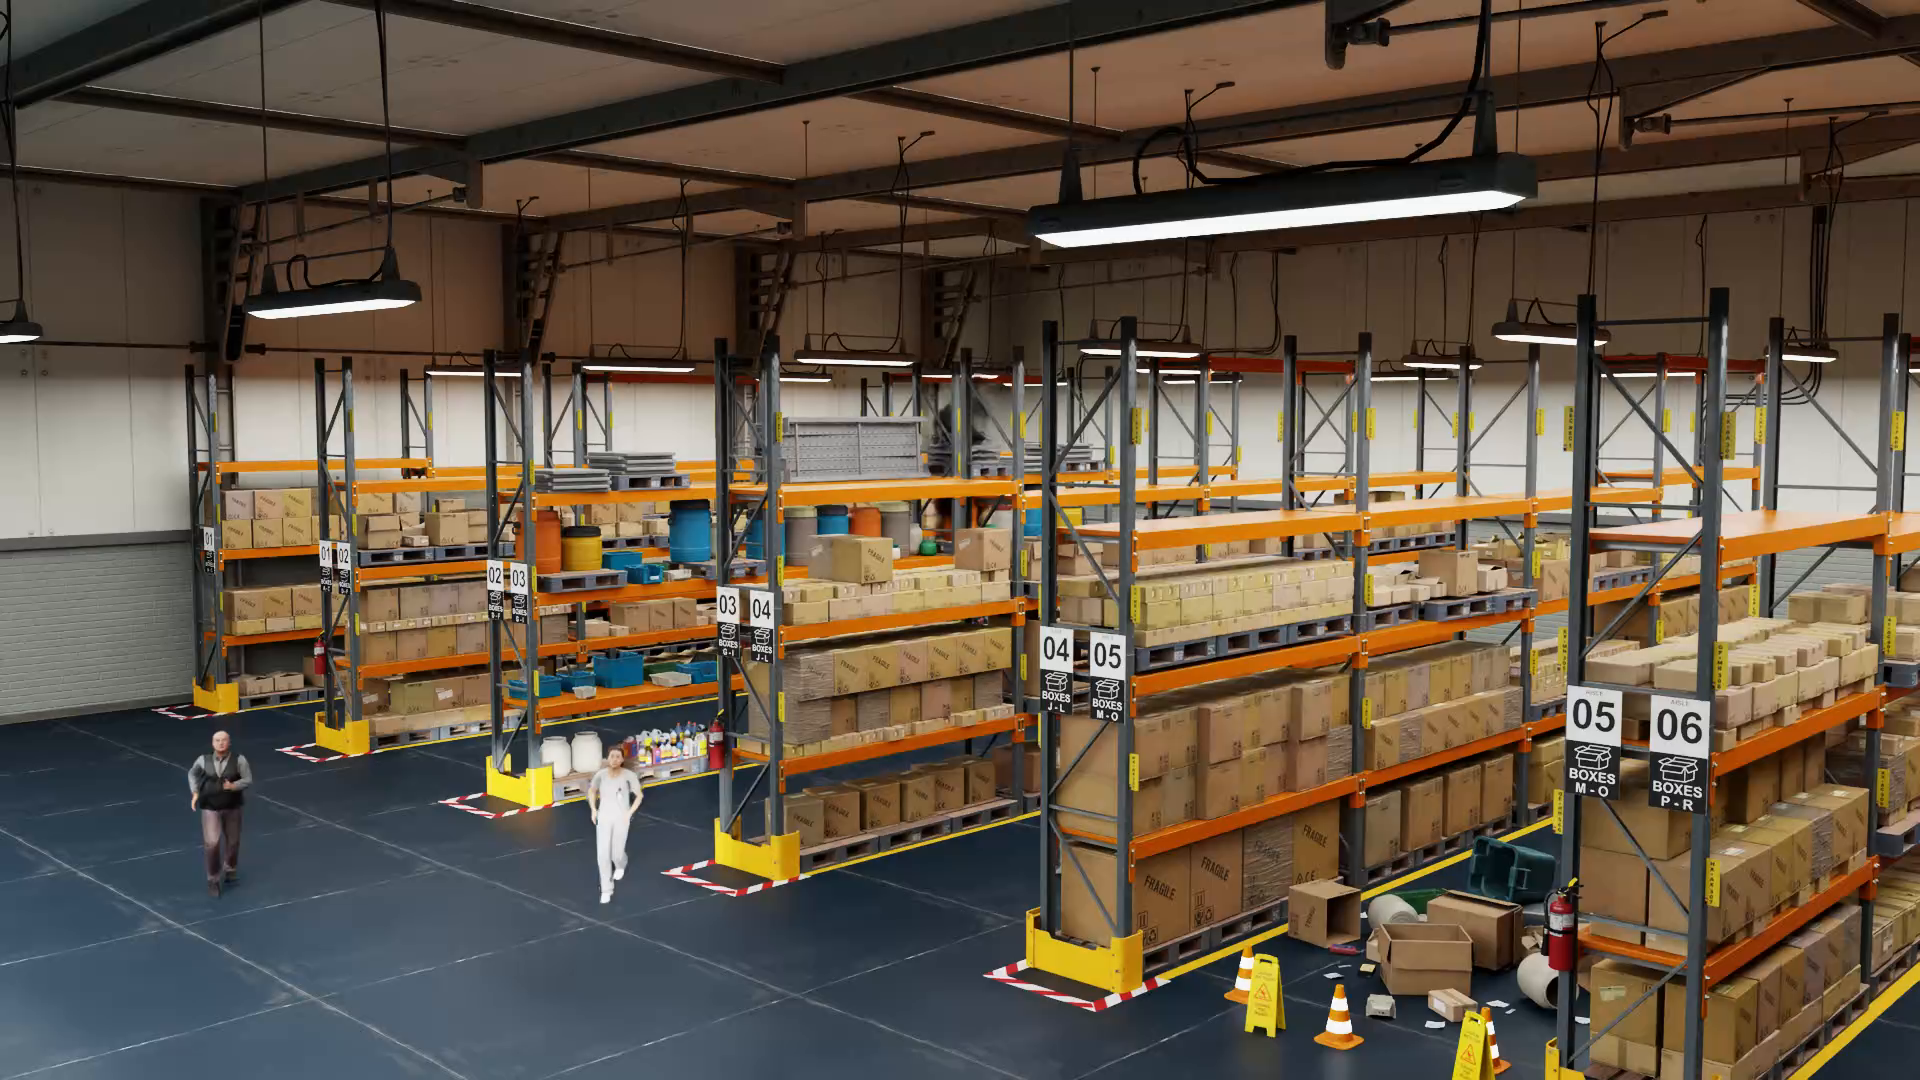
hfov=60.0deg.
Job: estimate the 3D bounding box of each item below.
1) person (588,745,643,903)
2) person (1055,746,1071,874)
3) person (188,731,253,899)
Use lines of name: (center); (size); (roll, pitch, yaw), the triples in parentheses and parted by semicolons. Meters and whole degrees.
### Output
person: (-3.693, 2.995, 17.847); (0.594, 1.635, 0.747); (0, 4, -2)
person: (1.318, 2.864, 18.730); (0.739, 1.734, 0.795); (3, 5, 37)
person: (-7.946, 2.940, 17.903); (0.624, 1.780, 0.752); (-2, 5, -27)
